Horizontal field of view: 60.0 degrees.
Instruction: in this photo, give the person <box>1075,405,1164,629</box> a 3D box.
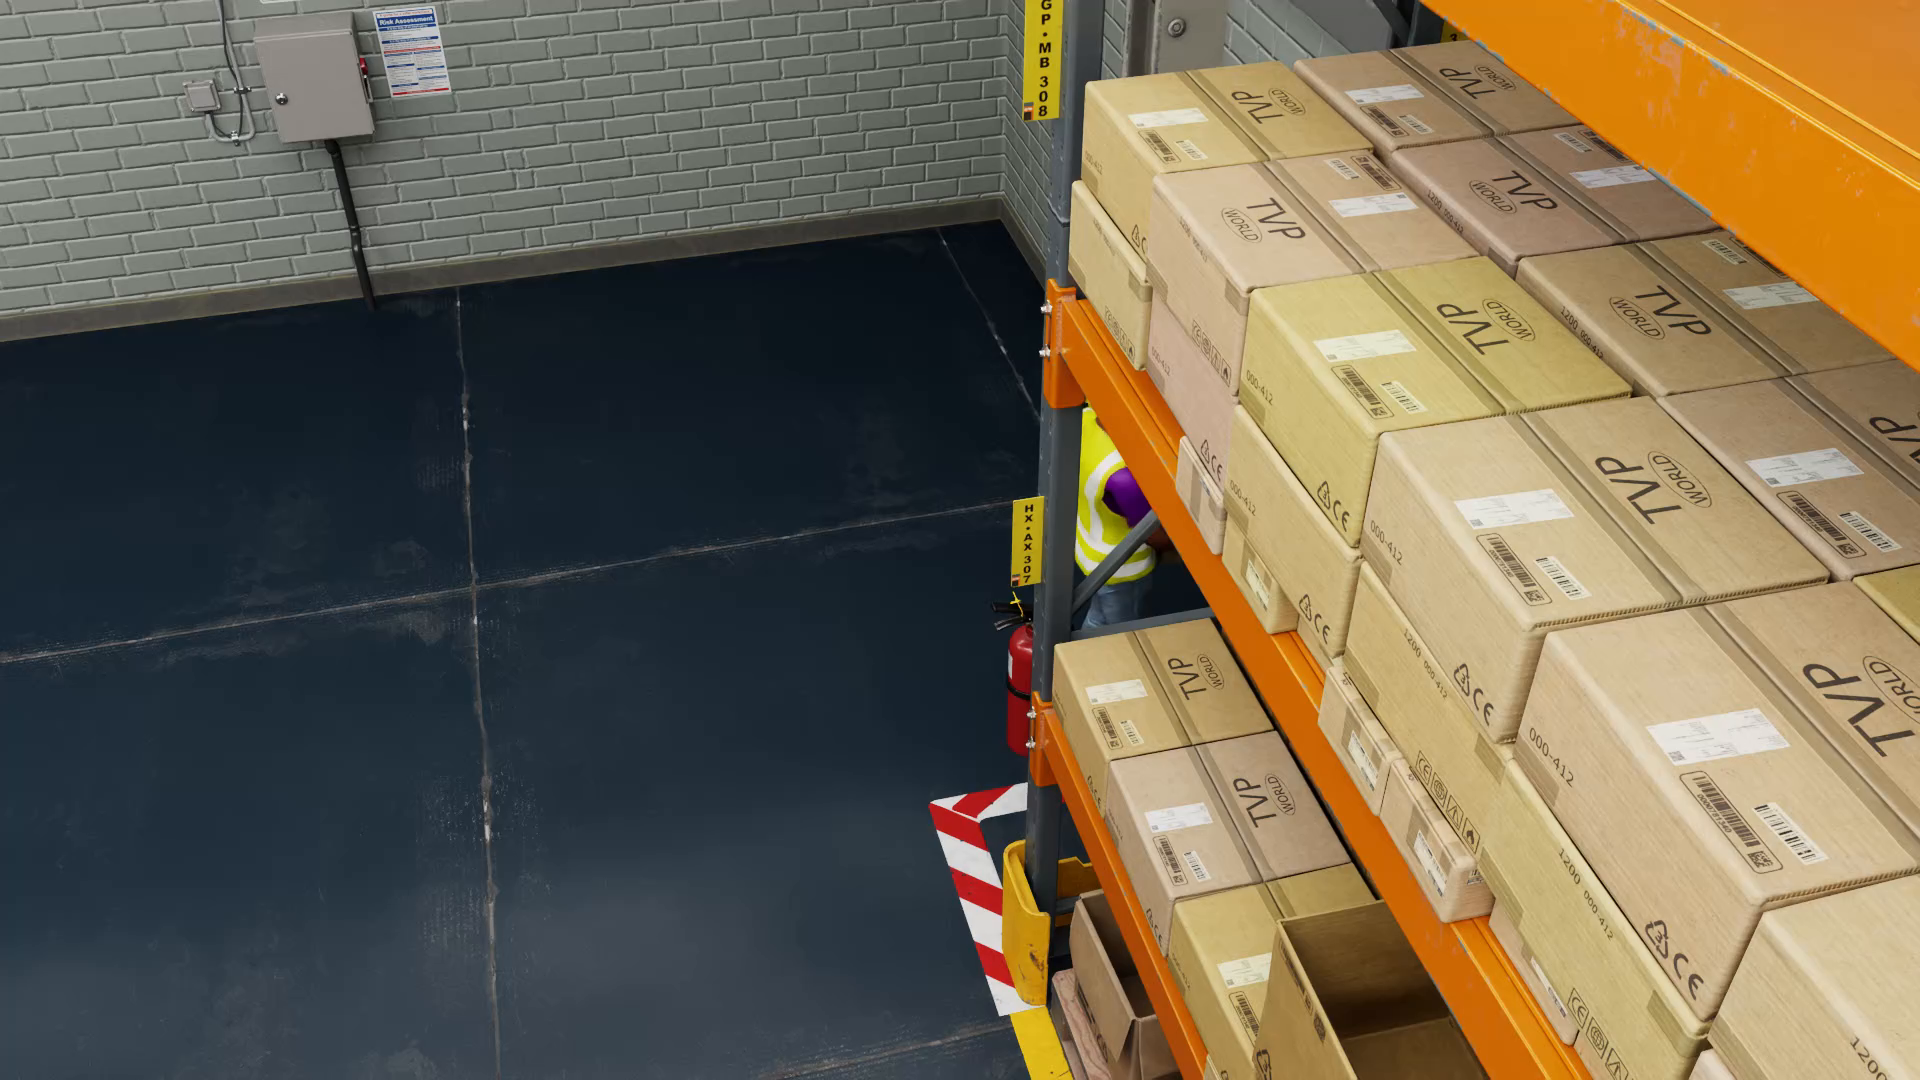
[{"bbox_3d":[0.649,0.042,6.647,0.463,1.759,0.626,-11,39,-14],"label":"person"}]
